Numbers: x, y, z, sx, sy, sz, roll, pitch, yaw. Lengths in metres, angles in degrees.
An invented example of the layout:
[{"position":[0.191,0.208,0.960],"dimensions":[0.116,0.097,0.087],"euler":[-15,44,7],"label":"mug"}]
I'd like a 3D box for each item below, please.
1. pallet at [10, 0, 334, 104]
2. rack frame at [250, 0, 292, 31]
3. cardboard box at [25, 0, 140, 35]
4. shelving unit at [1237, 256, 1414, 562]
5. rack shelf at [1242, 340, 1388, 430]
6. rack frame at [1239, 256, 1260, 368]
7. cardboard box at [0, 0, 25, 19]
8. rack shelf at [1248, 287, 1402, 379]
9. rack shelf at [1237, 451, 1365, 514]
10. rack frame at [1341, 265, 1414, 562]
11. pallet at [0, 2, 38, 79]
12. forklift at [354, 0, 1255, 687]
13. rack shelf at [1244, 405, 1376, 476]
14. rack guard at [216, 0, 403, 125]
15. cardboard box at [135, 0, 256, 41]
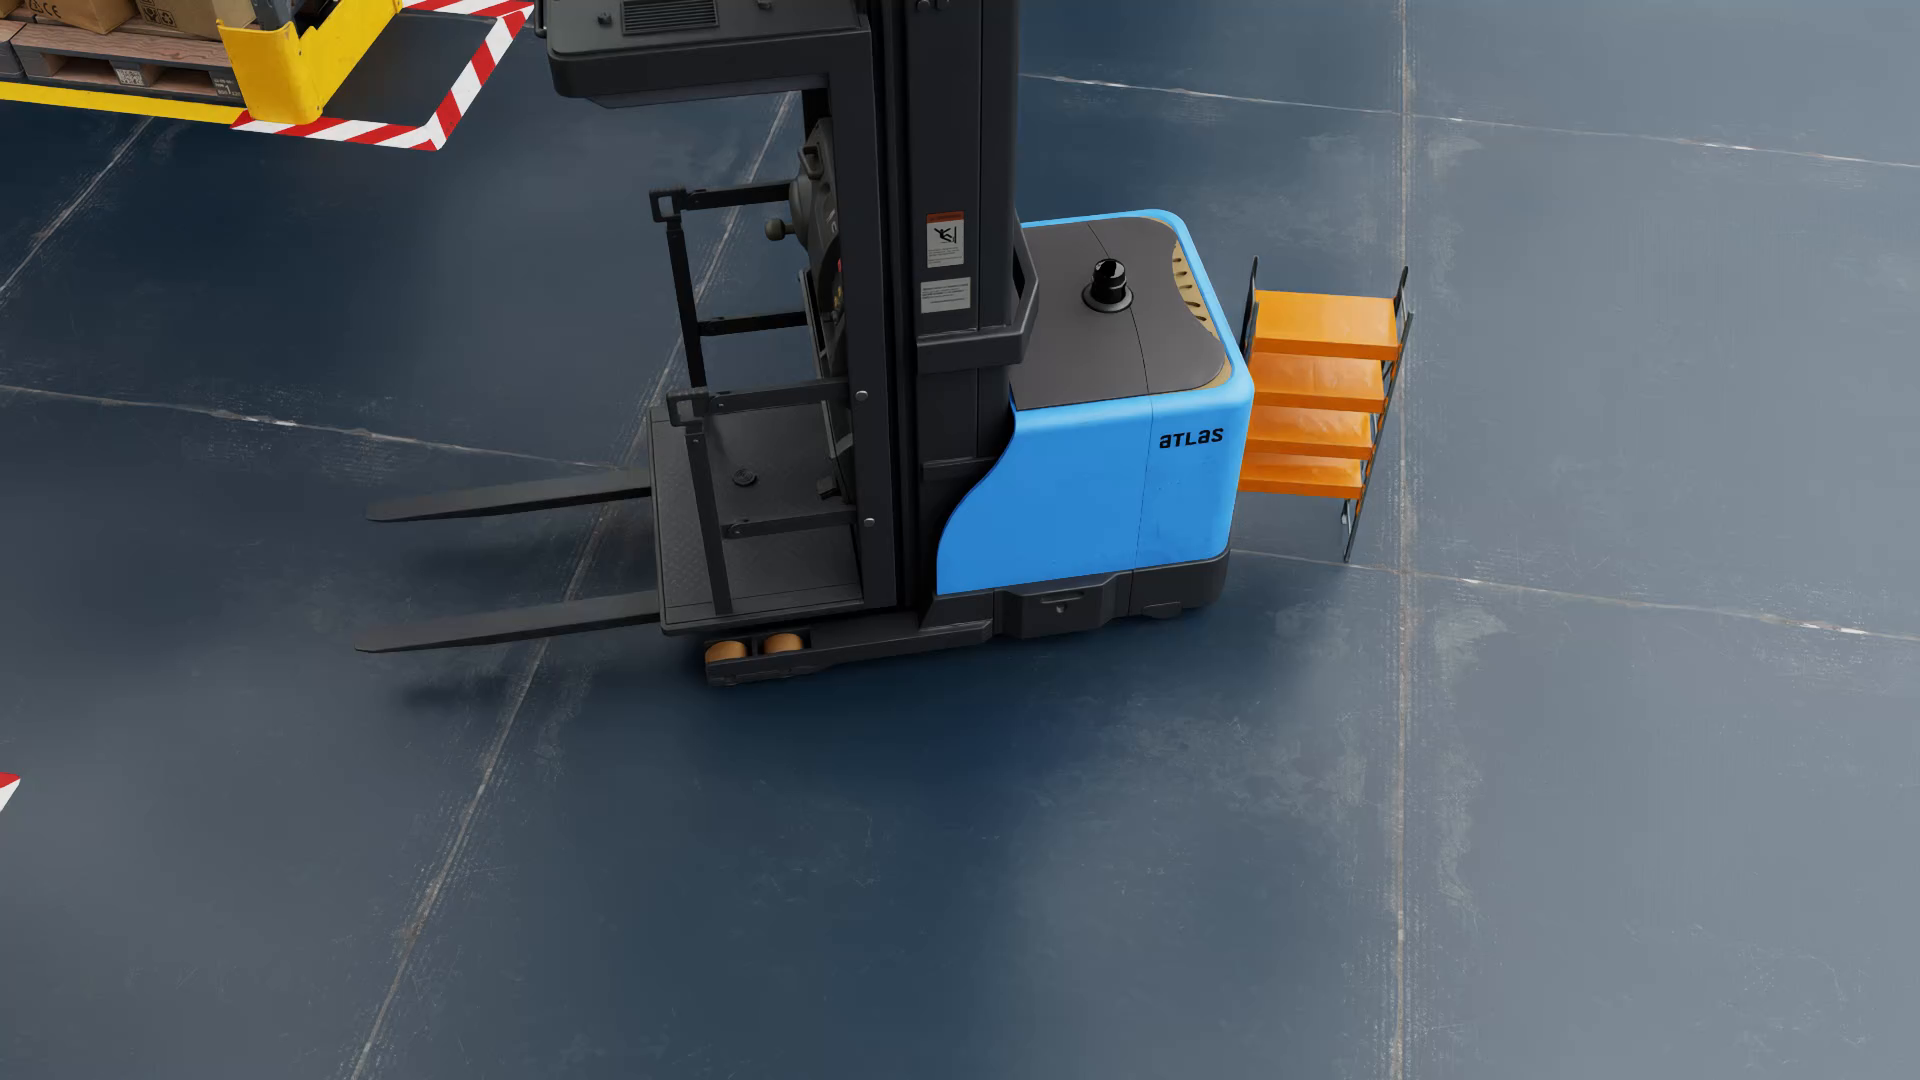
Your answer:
[{"position":[-3.998,-2.656,8.495],"dimensions":[1.213,0.211,1.003],"euler":[8,49,7],"label":"pallet"},{"position":[-3.130,-3.445,7.329],"dimensions":[0.127,3.000,1.000],"euler":[8,49,7],"label":"rack frame"},{"position":[-4.335,-2.899,8.236],"dimensions":[0.500,0.500,0.500],"euler":[19,51,17],"label":"cardboard box"},{"position":[1.206,-0.428,5.828],"dimensions":[0.503,1.200,0.258],"euler":[4,48,4],"label":"shelving unit"},{"position":[1.206,-0.533,5.712],"dimensions":[0.480,0.148,0.258],"euler":[4,48,4],"label":"rack shelf"},{"position":[0.963,-0.446,5.845],"dimensions":[0.015,1.200,0.240],"euler":[4,48,4],"label":"rack frame"},{"position":[-4.948,-2.996,8.323],"dimensions":[0.500,0.500,0.500],"euler":[12,49,10],"label":"cardboard box"},{"position":[1.206,-0.691,5.536],"dimensions":[0.480,0.148,0.258],"euler":[4,48,4],"label":"rack shelf"},{"position":[1.206,-0.251,6.026],"dimensions":[0.480,0.148,0.258],"euler":[4,48,4],"label":"rack shelf"},{"position":[1.449,-0.410,5.812],"dimensions":[0.015,1.200,0.240],"euler":[4,48,4],"label":"rack frame"},{"position":[-5.195,-2.820,8.642],"dimensions":[1.213,0.211,1.003],"euler":[8,49,7],"label":"pallet"},{"position":[-0.613,-0.900,5.088],"dimensions":[3.031,2.935,1.130],"euler":[-7,48,-7],"label":"forklift"},{"position":[1.206,-0.383,5.878],"dimensions":[0.480,0.148,0.258],"euler":[4,48,4],"label":"rack shelf"},{"position":[-3.204,-2.620,8.268],"dimensions":[0.348,0.500,1.175],"euler":[8,49,7],"label":"rack guard"},{"position":[-3.741,-2.845,8.188],"dimensions":[0.500,0.500,0.500],"euler":[16,50,14],"label":"cardboard box"}]
